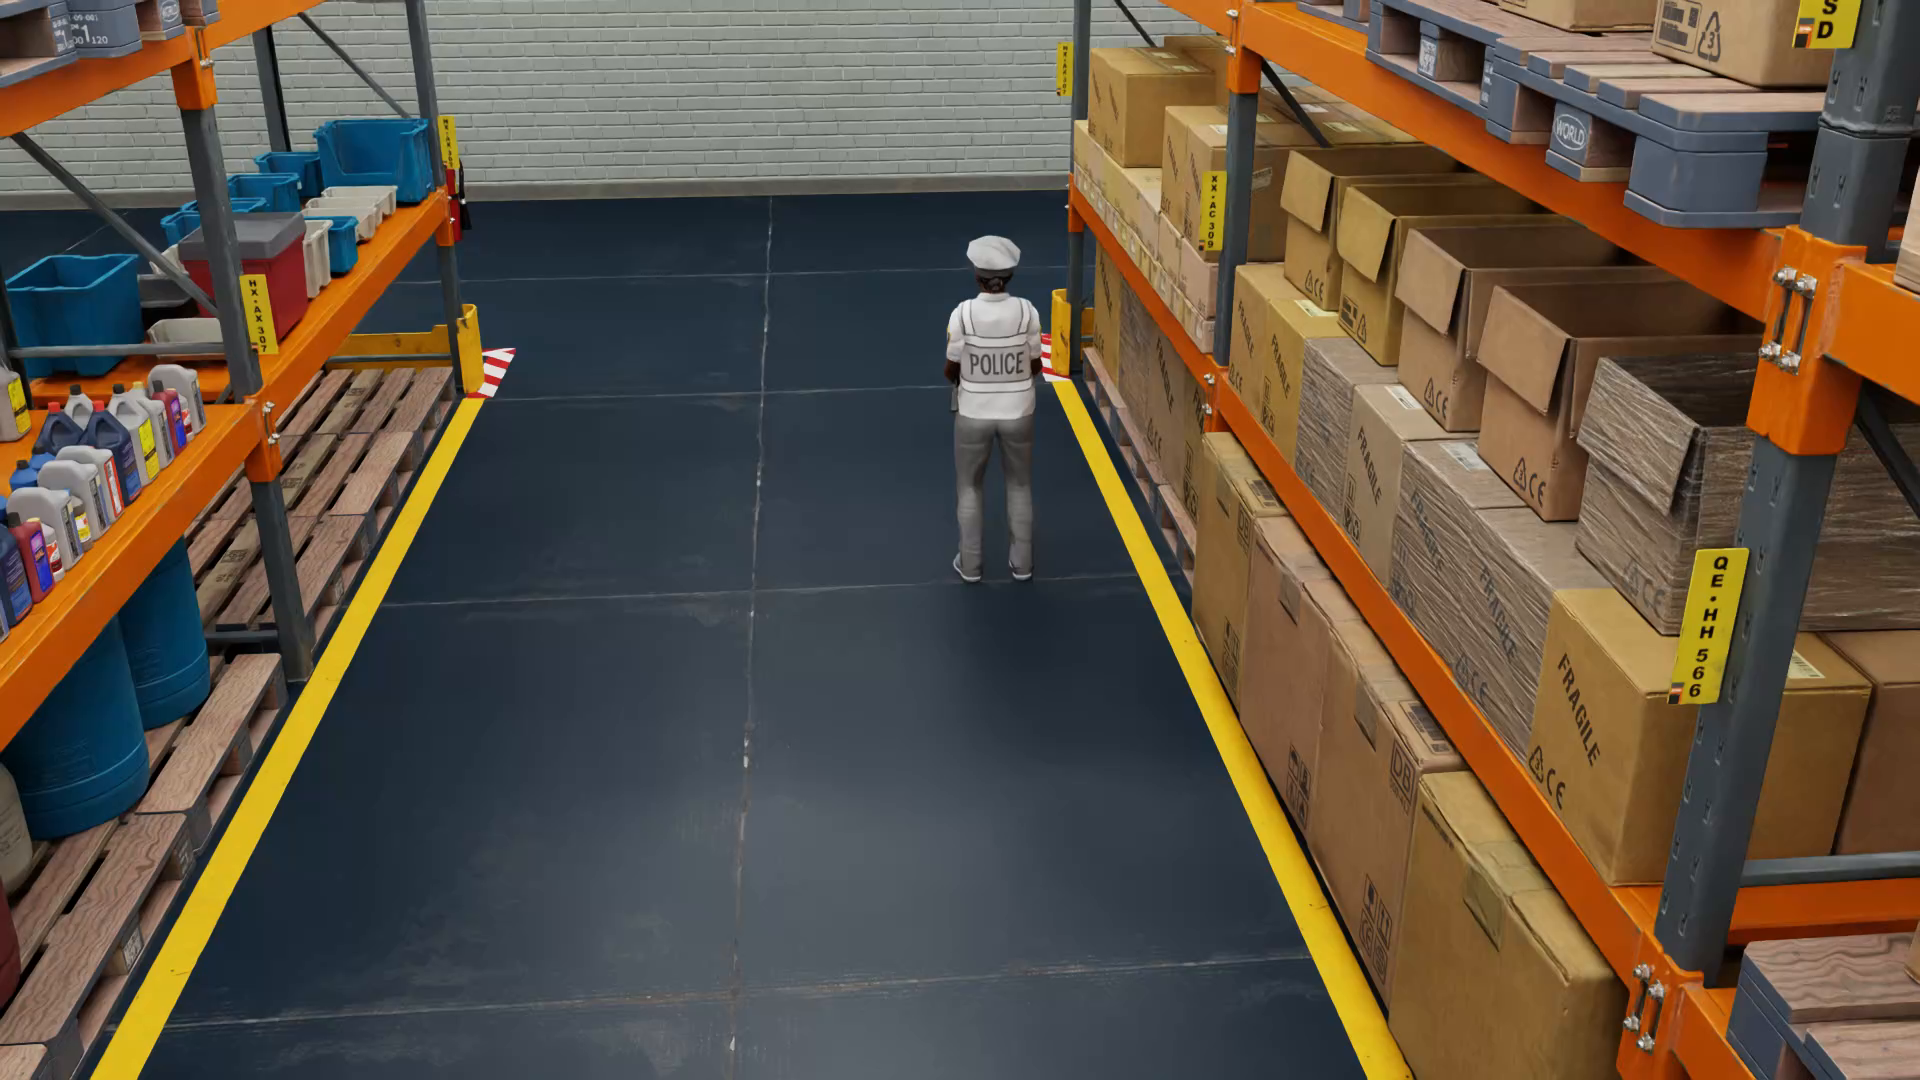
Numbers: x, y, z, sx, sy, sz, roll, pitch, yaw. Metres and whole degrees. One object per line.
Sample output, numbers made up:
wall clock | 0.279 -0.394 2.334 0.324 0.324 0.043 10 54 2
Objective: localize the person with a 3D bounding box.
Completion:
person | 0.154 -0.594 7.942 0.530 1.660 0.398 -4 24 -8
